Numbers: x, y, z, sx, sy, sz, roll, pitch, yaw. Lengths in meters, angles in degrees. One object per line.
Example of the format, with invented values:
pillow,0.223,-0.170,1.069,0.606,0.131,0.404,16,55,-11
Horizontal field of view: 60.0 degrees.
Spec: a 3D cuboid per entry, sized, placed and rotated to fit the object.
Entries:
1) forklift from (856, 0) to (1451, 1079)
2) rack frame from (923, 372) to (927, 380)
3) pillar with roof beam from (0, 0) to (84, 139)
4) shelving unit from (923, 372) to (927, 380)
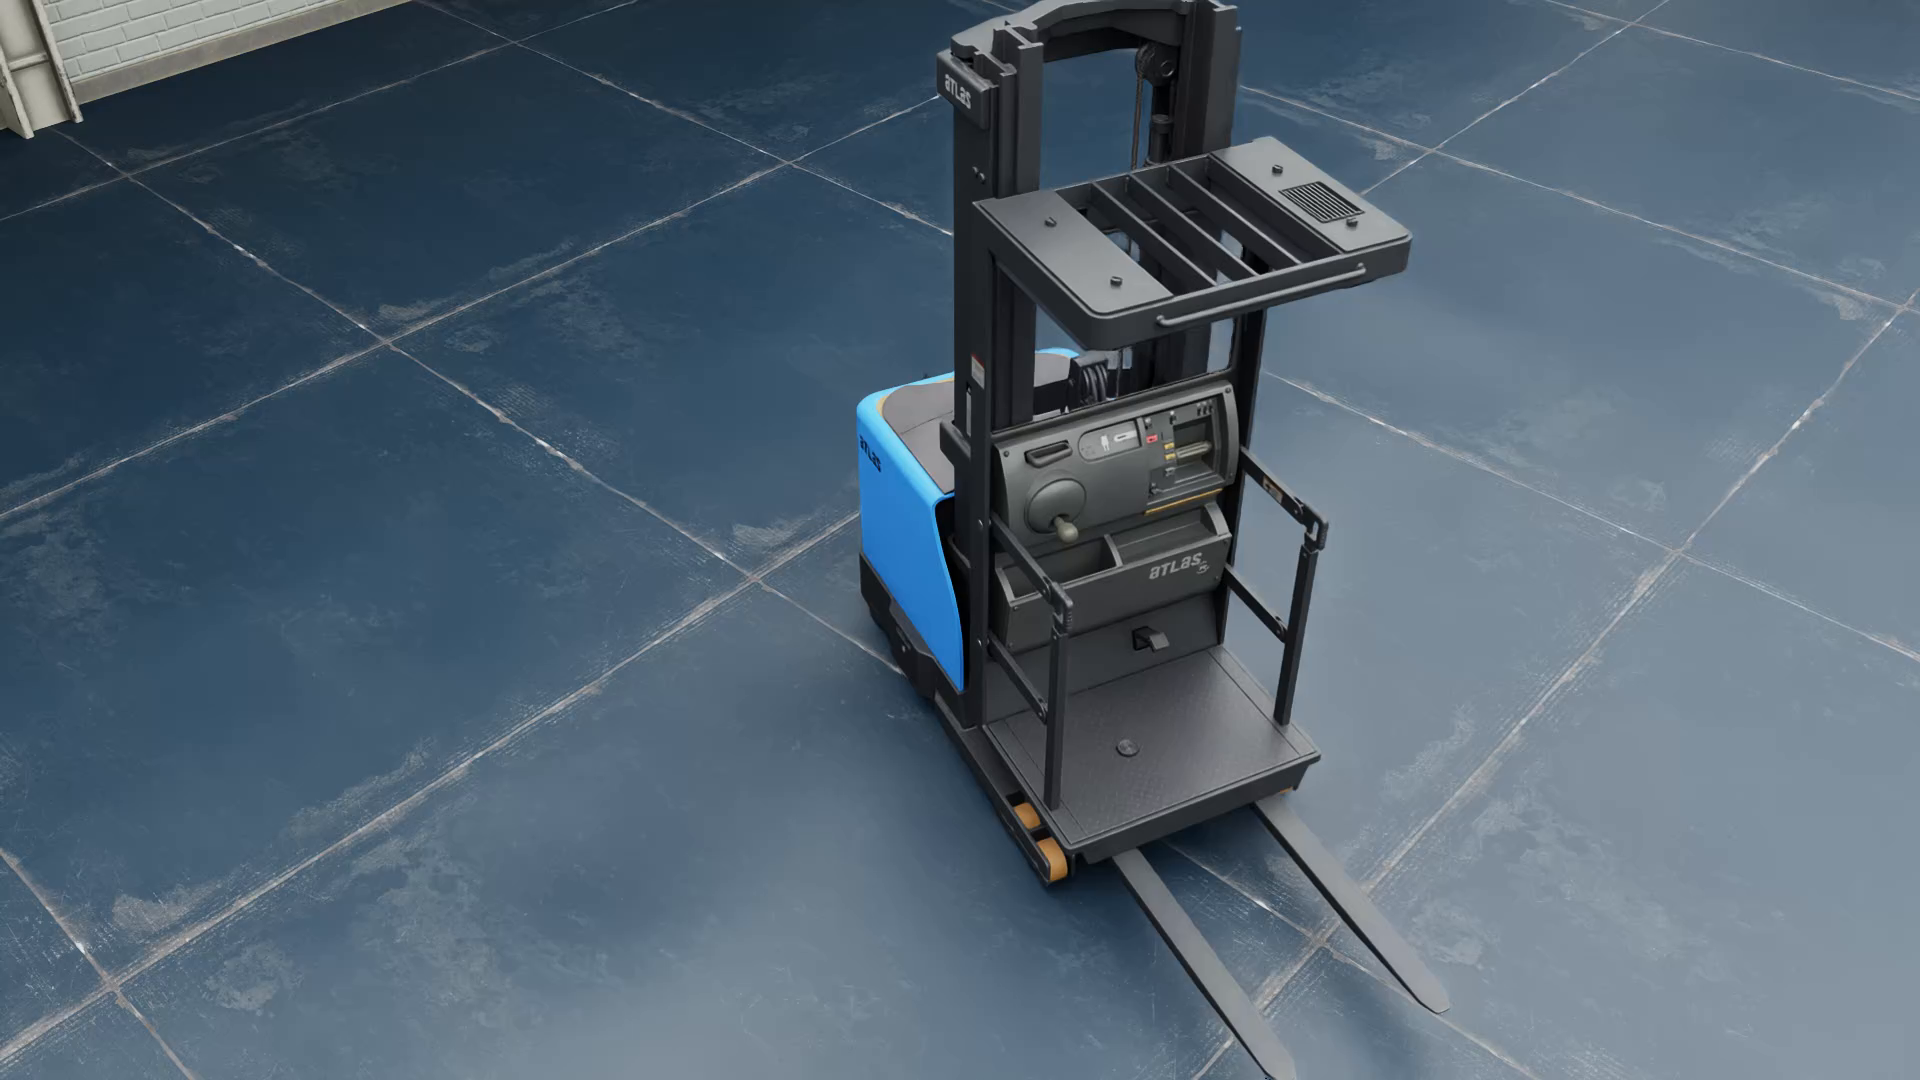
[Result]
forklift,0.657,-0.195,5.641,1.130,2.935,3.031,-17,41,-20
rack frame,-0.076,-0.324,7.435,0.006,0.900,0.240,-31,48,-33
pillar with roof beam,-3.050,-4.553,6.246,9.100,9.000,0.400,30,47,32
shelving unit,-0.003,-0.369,7.491,0.210,0.900,0.258,-31,48,-33
